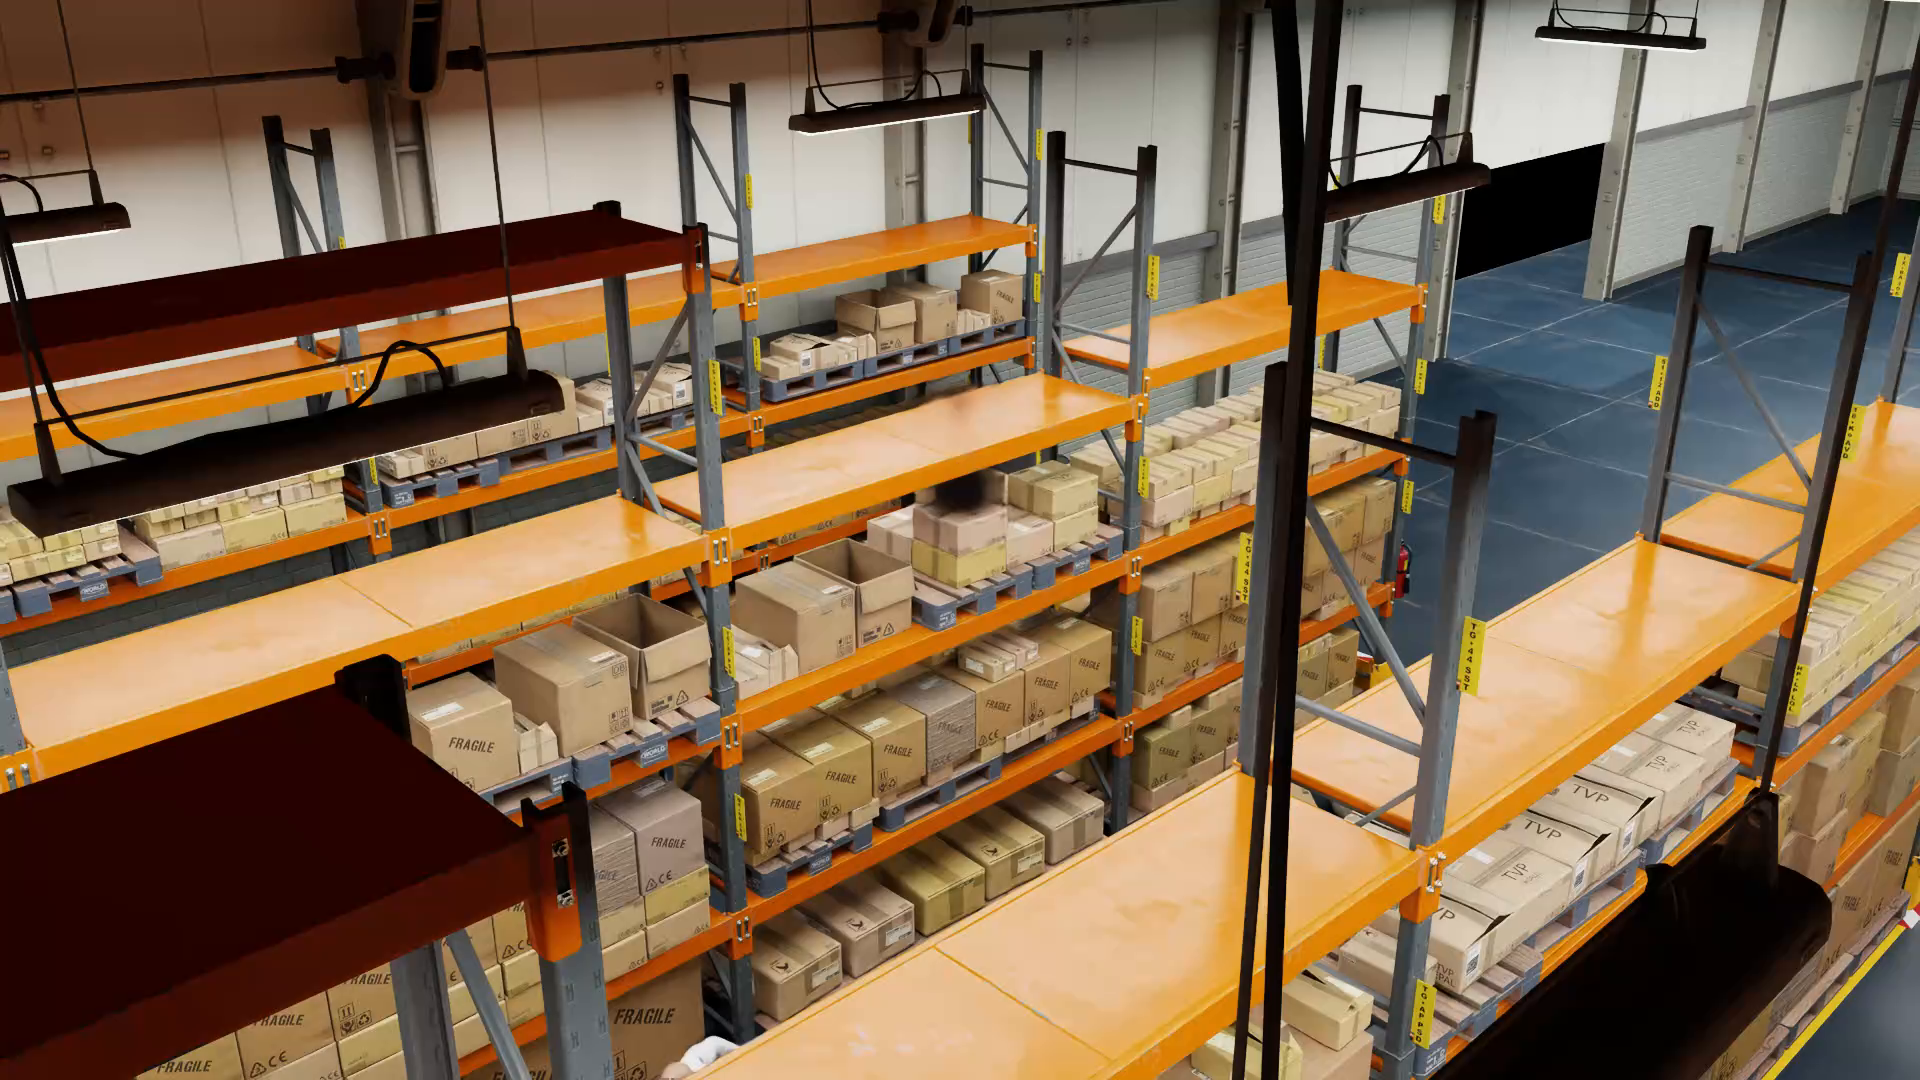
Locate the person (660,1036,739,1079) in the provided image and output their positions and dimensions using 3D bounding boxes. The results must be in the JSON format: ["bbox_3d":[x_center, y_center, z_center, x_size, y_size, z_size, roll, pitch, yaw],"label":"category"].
[{"bbox_3d":[-1.404,3.627,9.960,1.180,1.574,0.718,-17,28,-36],"label":"person"}]

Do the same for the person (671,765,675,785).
[{"bbox_3d":[-2.542,2.110,13.425,0.622,1.731,0.987,20,30,40],"label":"person"}]
